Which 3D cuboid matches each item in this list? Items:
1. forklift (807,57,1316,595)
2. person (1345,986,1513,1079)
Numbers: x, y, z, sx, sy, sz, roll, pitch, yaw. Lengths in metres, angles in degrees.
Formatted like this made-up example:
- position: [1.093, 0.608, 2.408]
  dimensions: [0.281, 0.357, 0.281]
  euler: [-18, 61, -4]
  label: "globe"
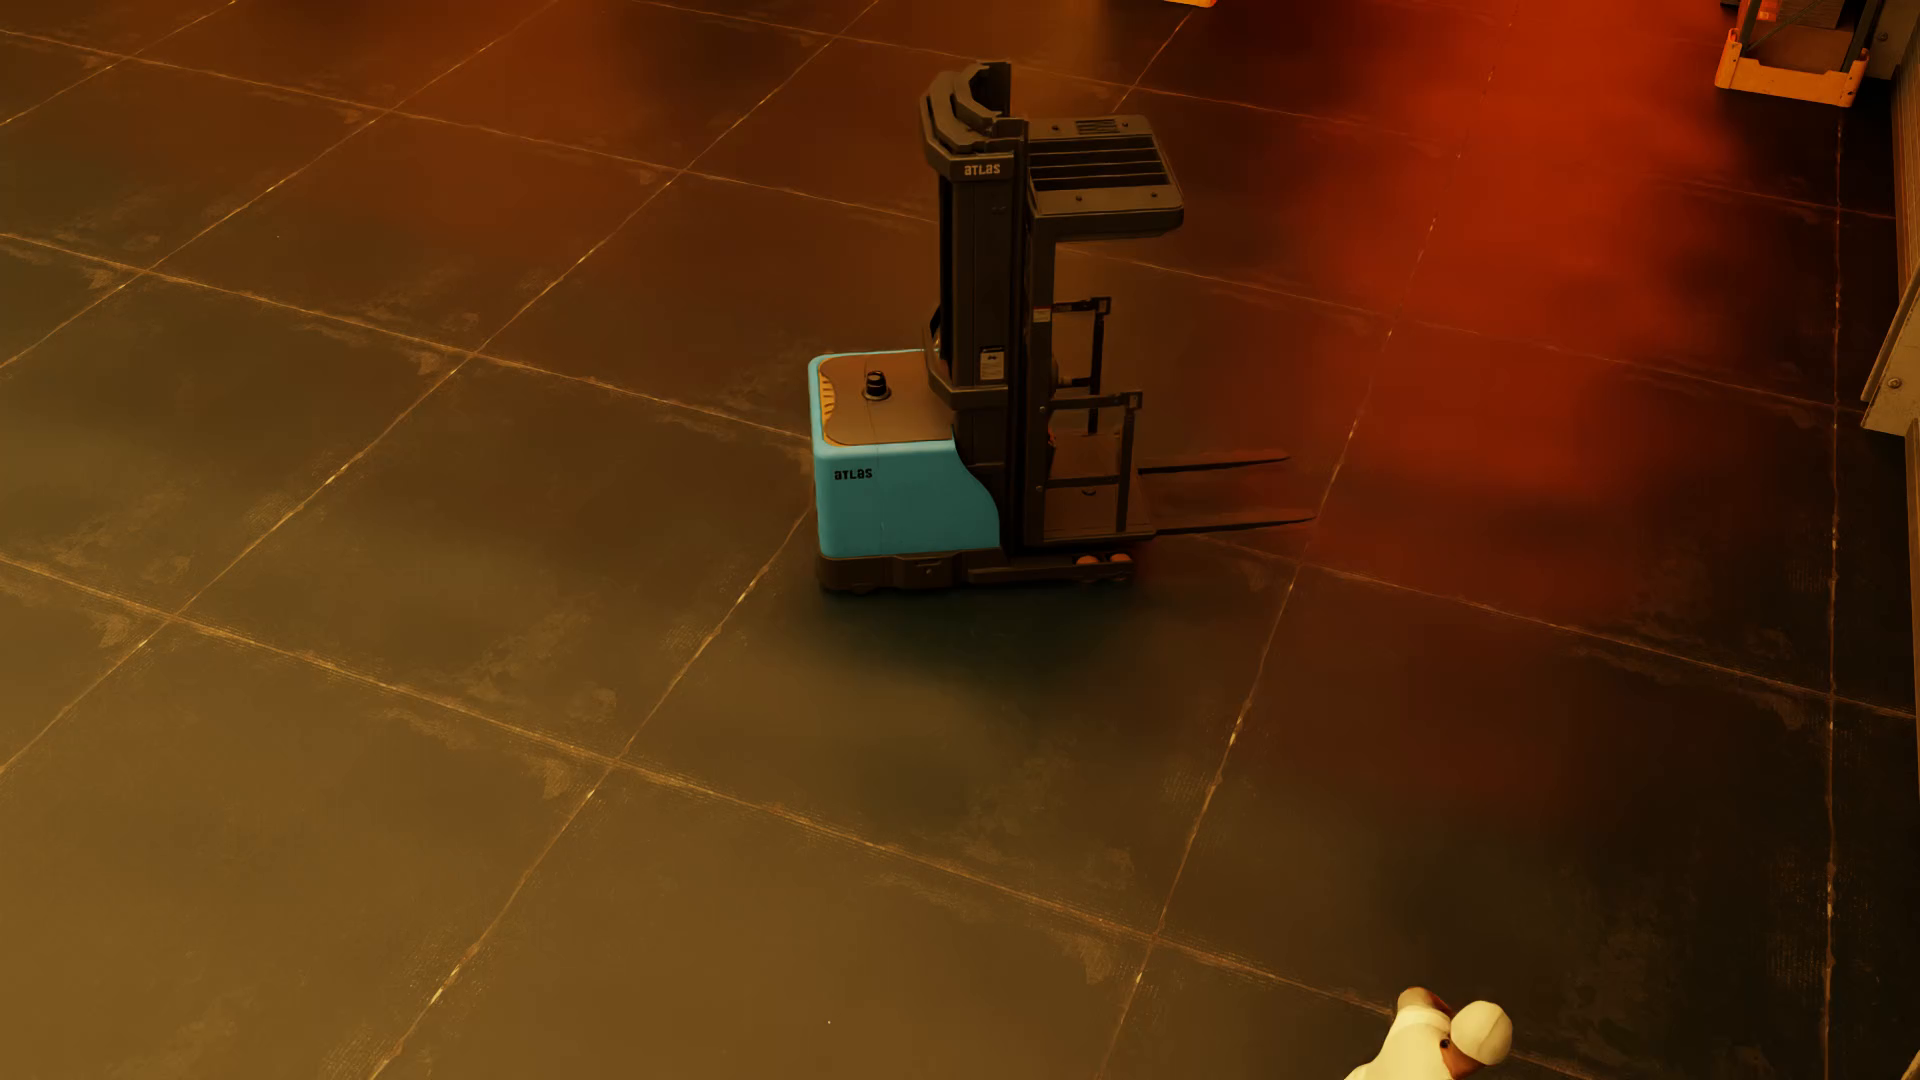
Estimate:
- position: [0.627, -1.201, 9.441]
  dimensions: [3.031, 2.935, 1.130]
  euler: [-4, 40, -5]
  label: "forklift"
- position: [1.685, 2.322, 6.331]
  dimensions: [0.537, 1.678, 1.057]
  euler: [12, 41, 14]
  label: "person"
